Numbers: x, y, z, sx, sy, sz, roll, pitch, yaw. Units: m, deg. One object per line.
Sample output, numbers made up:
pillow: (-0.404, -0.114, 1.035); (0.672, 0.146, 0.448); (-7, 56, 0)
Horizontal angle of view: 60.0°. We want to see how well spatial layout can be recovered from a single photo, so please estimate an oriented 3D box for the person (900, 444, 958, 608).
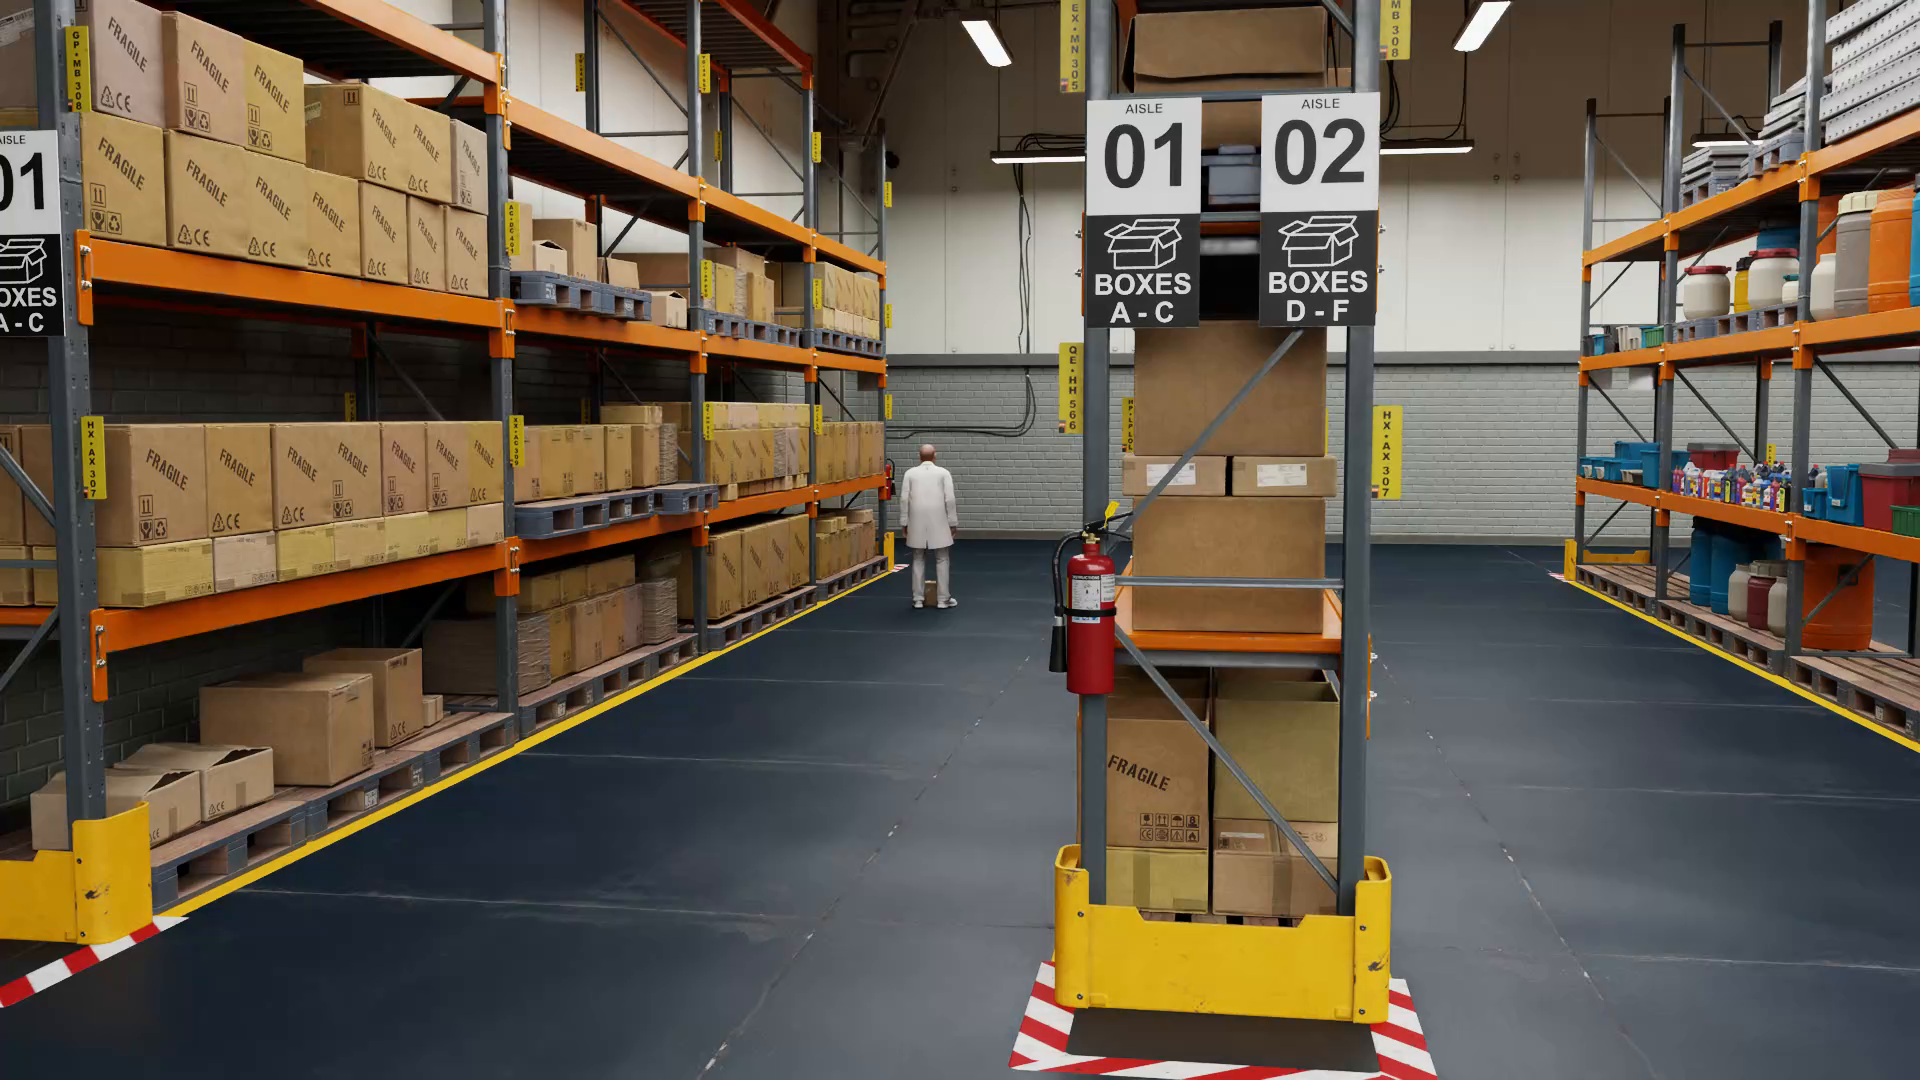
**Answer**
person: (-0.338, -0.153, 18.089); (0.642, 1.774, 0.421); (1, 4, 9)
